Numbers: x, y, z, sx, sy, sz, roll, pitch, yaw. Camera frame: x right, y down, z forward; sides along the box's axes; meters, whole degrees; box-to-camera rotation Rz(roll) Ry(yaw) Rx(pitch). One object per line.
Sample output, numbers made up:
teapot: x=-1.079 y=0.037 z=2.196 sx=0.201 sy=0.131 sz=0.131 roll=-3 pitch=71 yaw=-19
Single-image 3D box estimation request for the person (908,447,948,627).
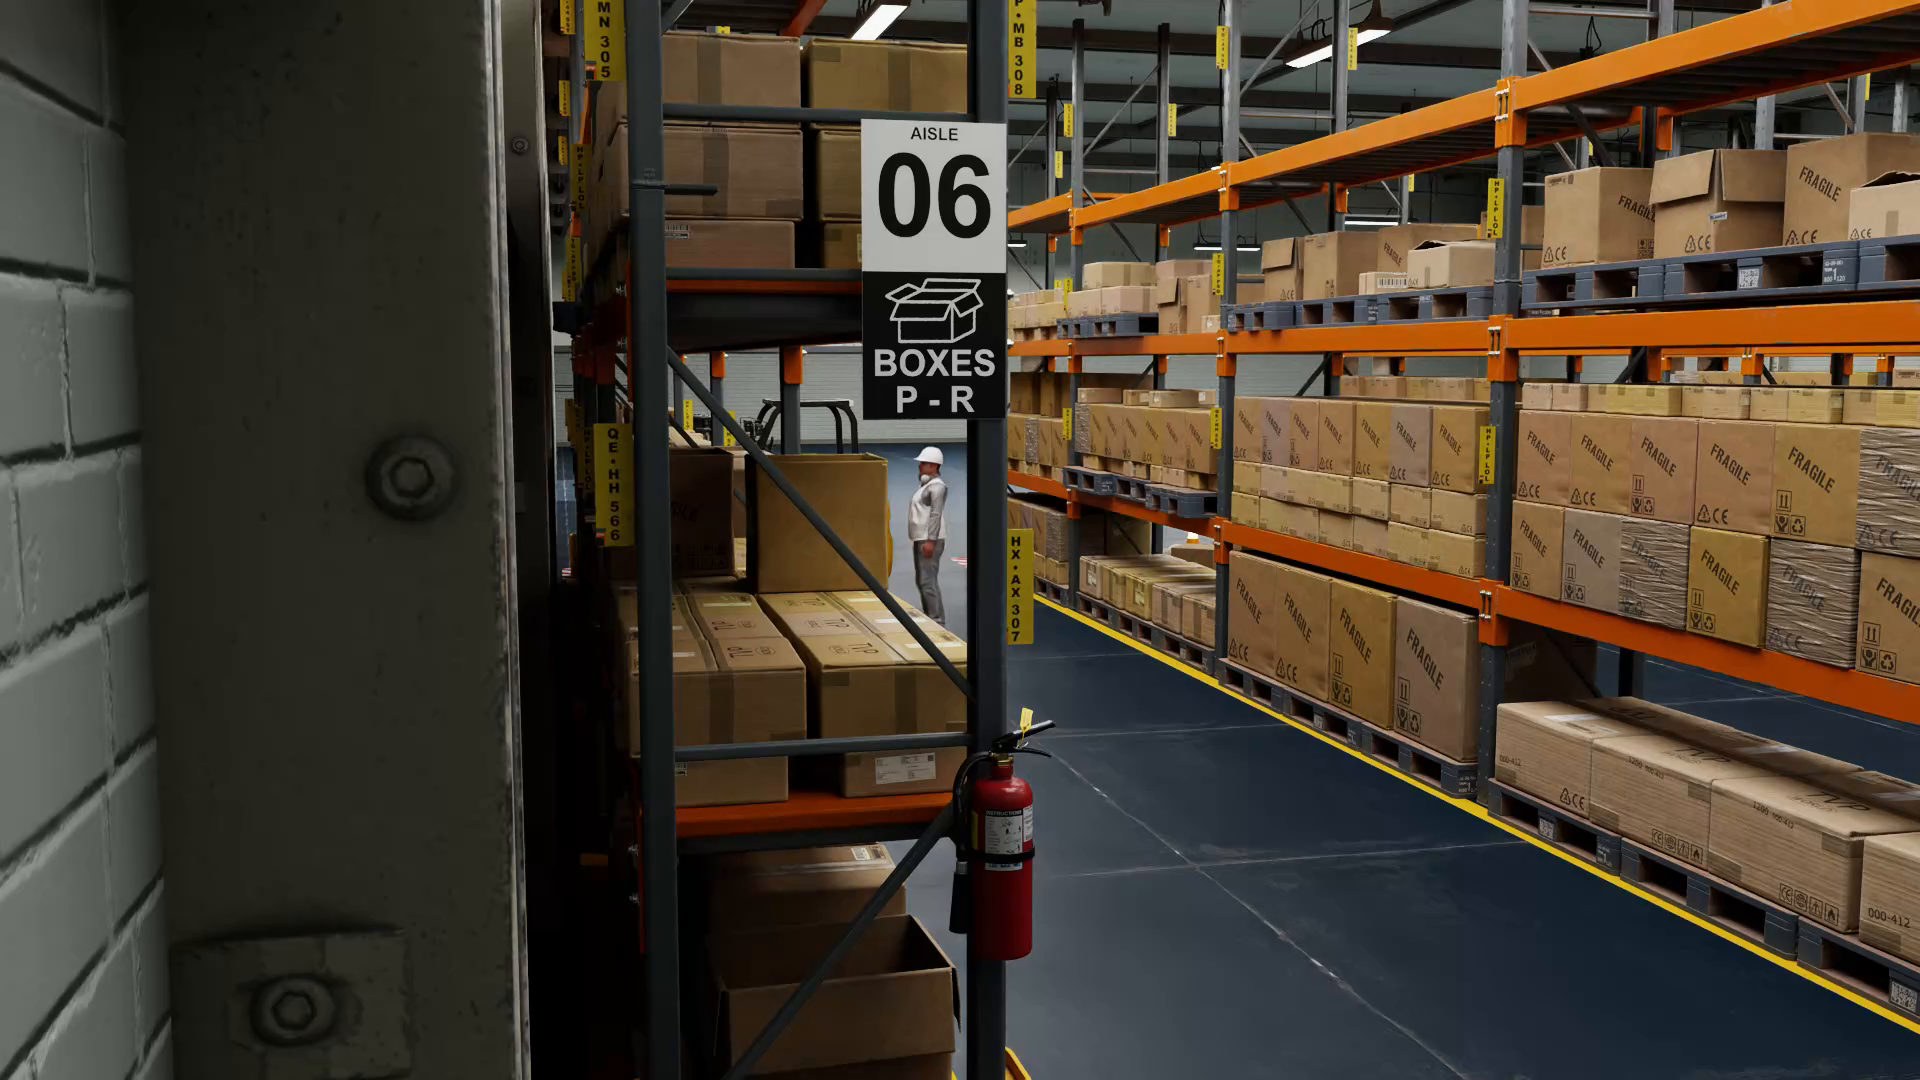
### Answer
person: x=-0.312 y=0.000 z=15.825 sx=0.358 sy=1.769 sz=0.531 roll=-1 pitch=6 yaw=-12
